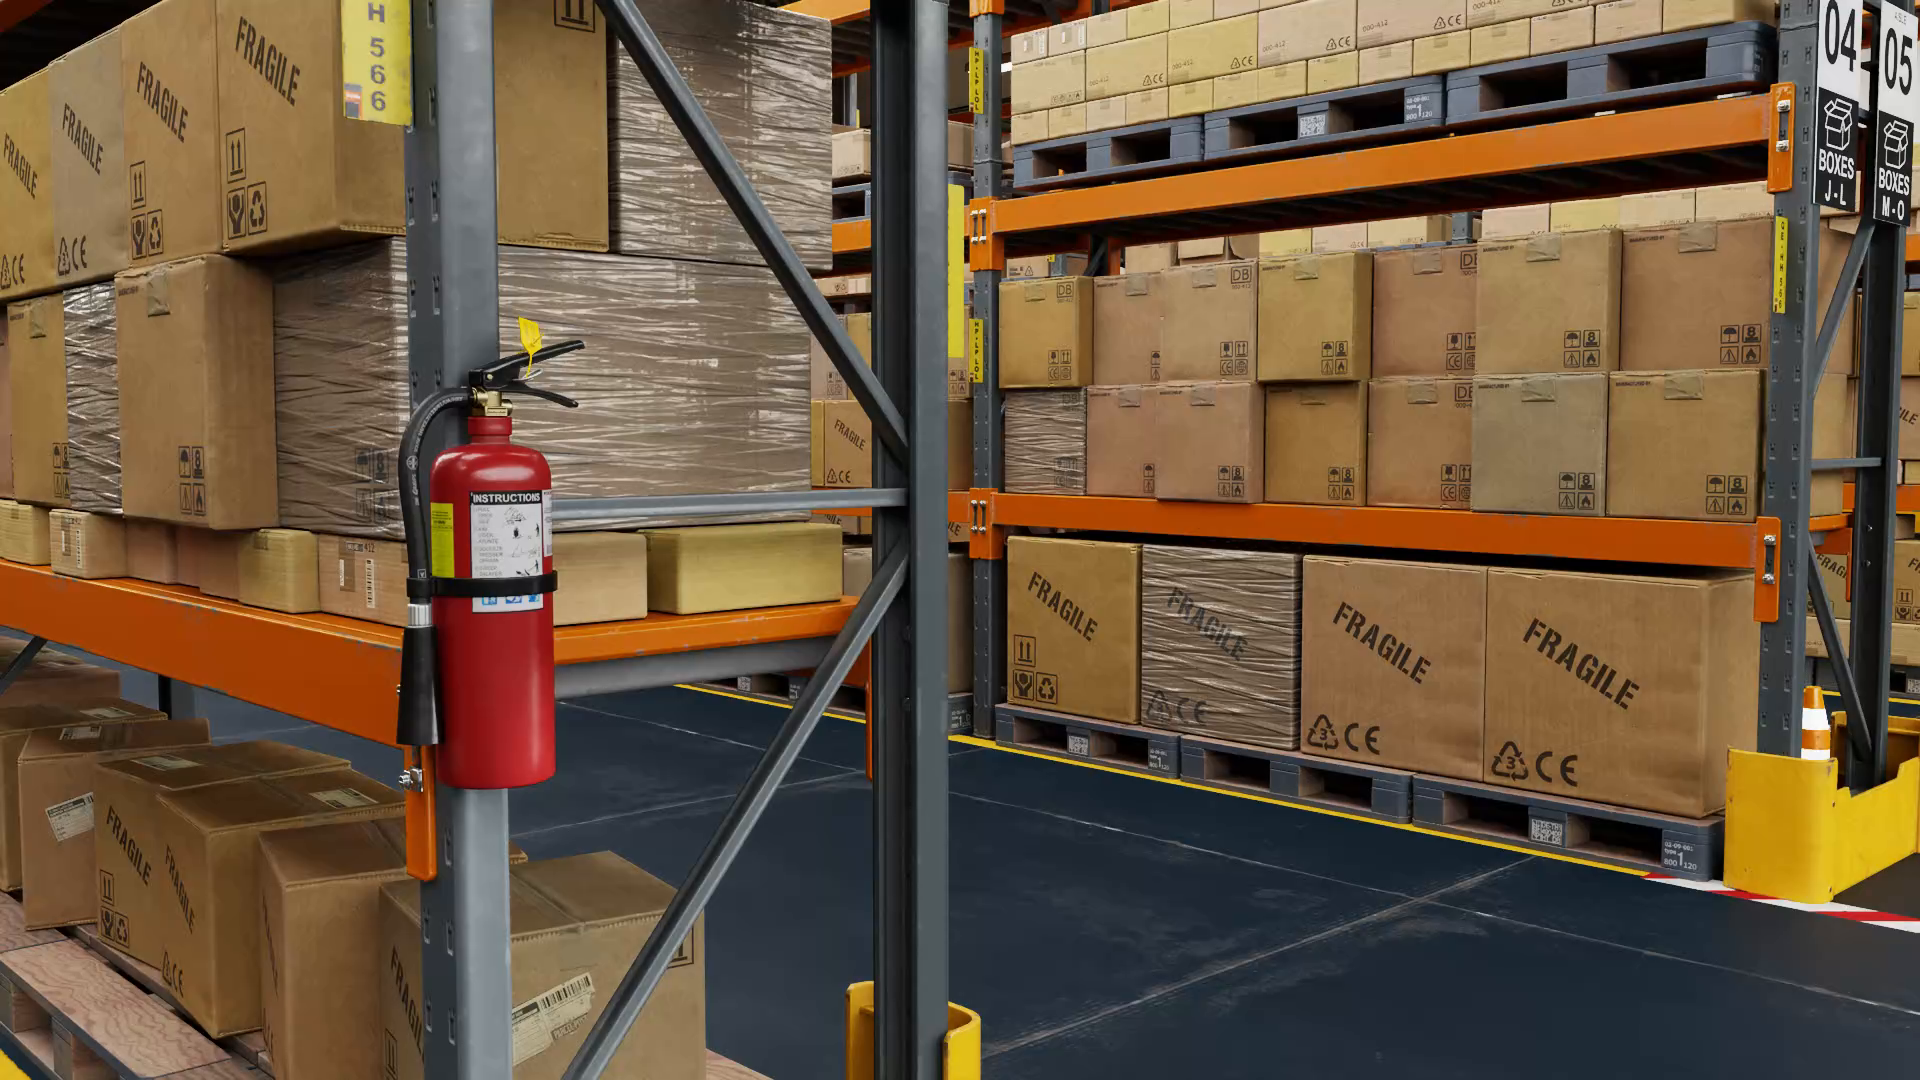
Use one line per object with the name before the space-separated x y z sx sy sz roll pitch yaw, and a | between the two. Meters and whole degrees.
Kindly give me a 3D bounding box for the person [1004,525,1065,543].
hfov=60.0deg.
person | 0.523 -0.088 12.557 0.651 1.773 0.427 3 5 42
